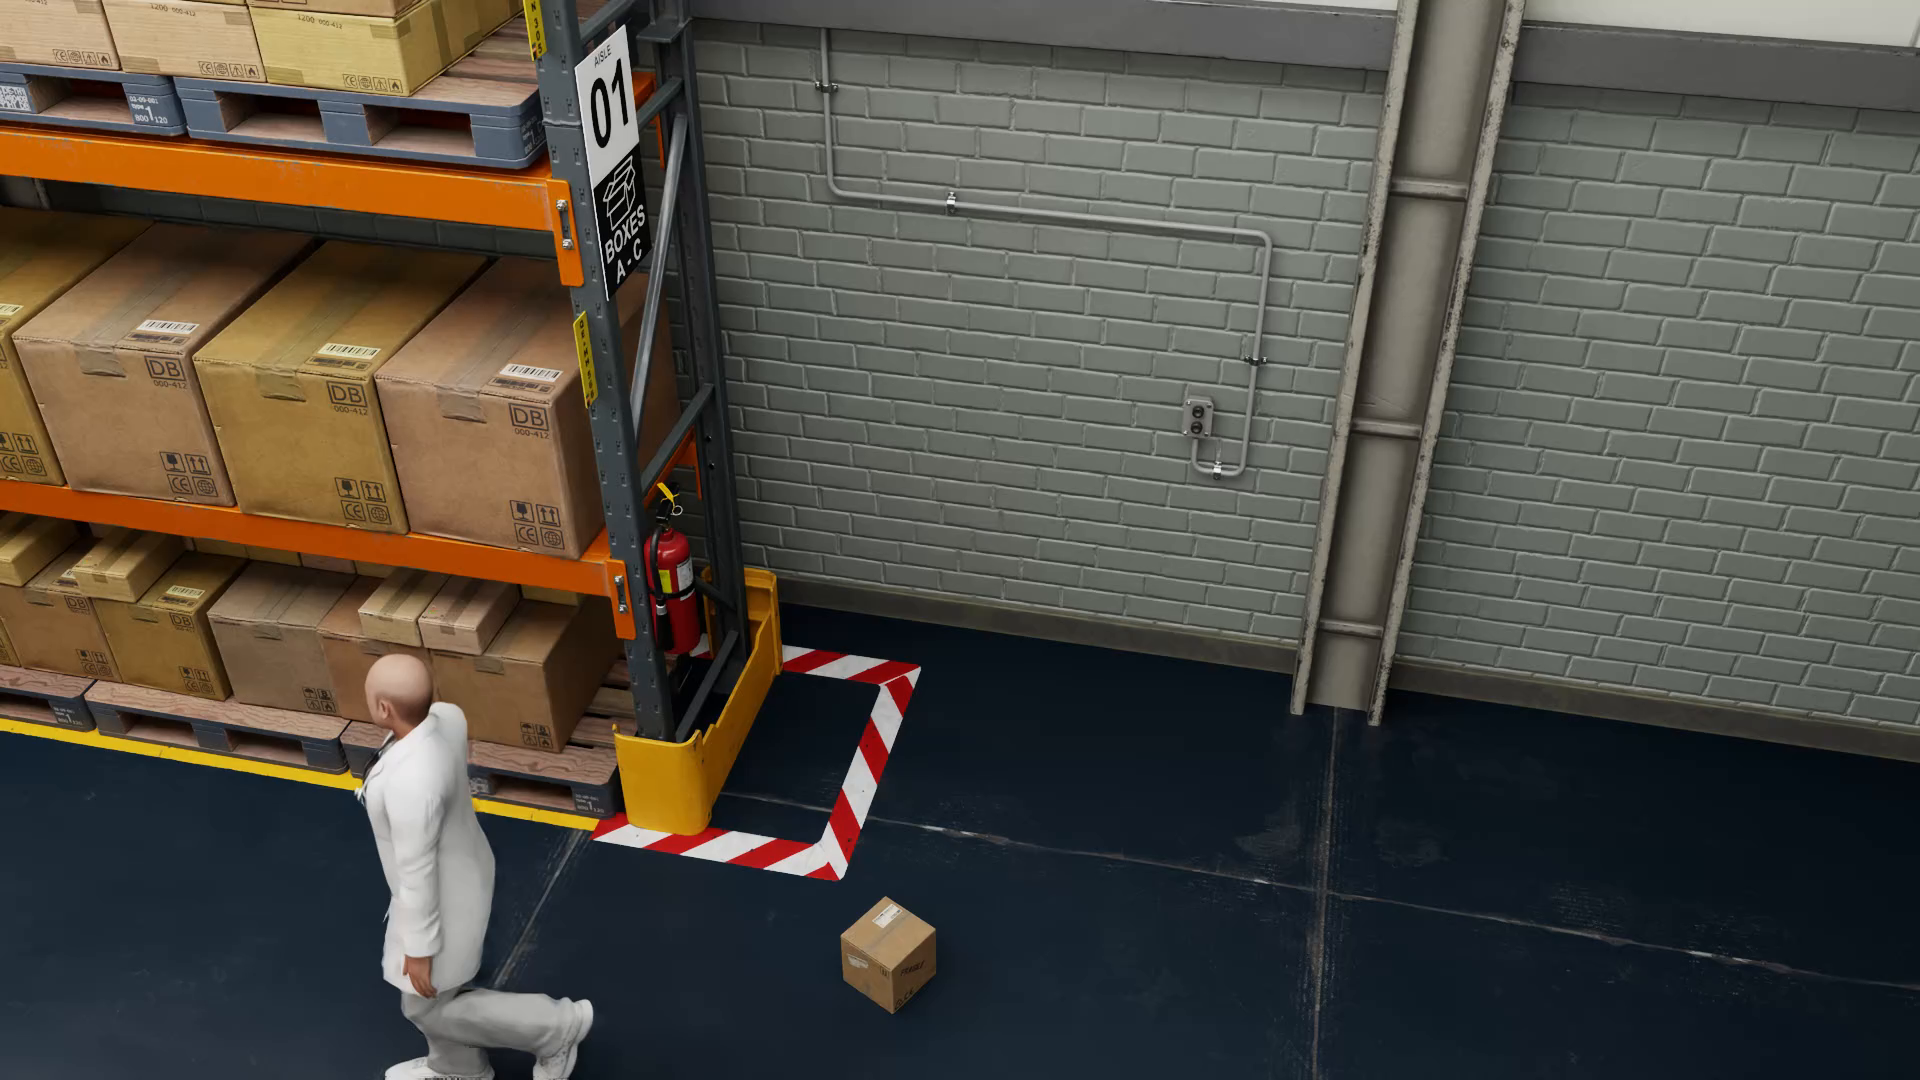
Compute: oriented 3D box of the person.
[{"bbox_3d":[-1.636,1.140,5.392,0.762,1.750,0.681,-4,36,-5],"label":"person"}]
